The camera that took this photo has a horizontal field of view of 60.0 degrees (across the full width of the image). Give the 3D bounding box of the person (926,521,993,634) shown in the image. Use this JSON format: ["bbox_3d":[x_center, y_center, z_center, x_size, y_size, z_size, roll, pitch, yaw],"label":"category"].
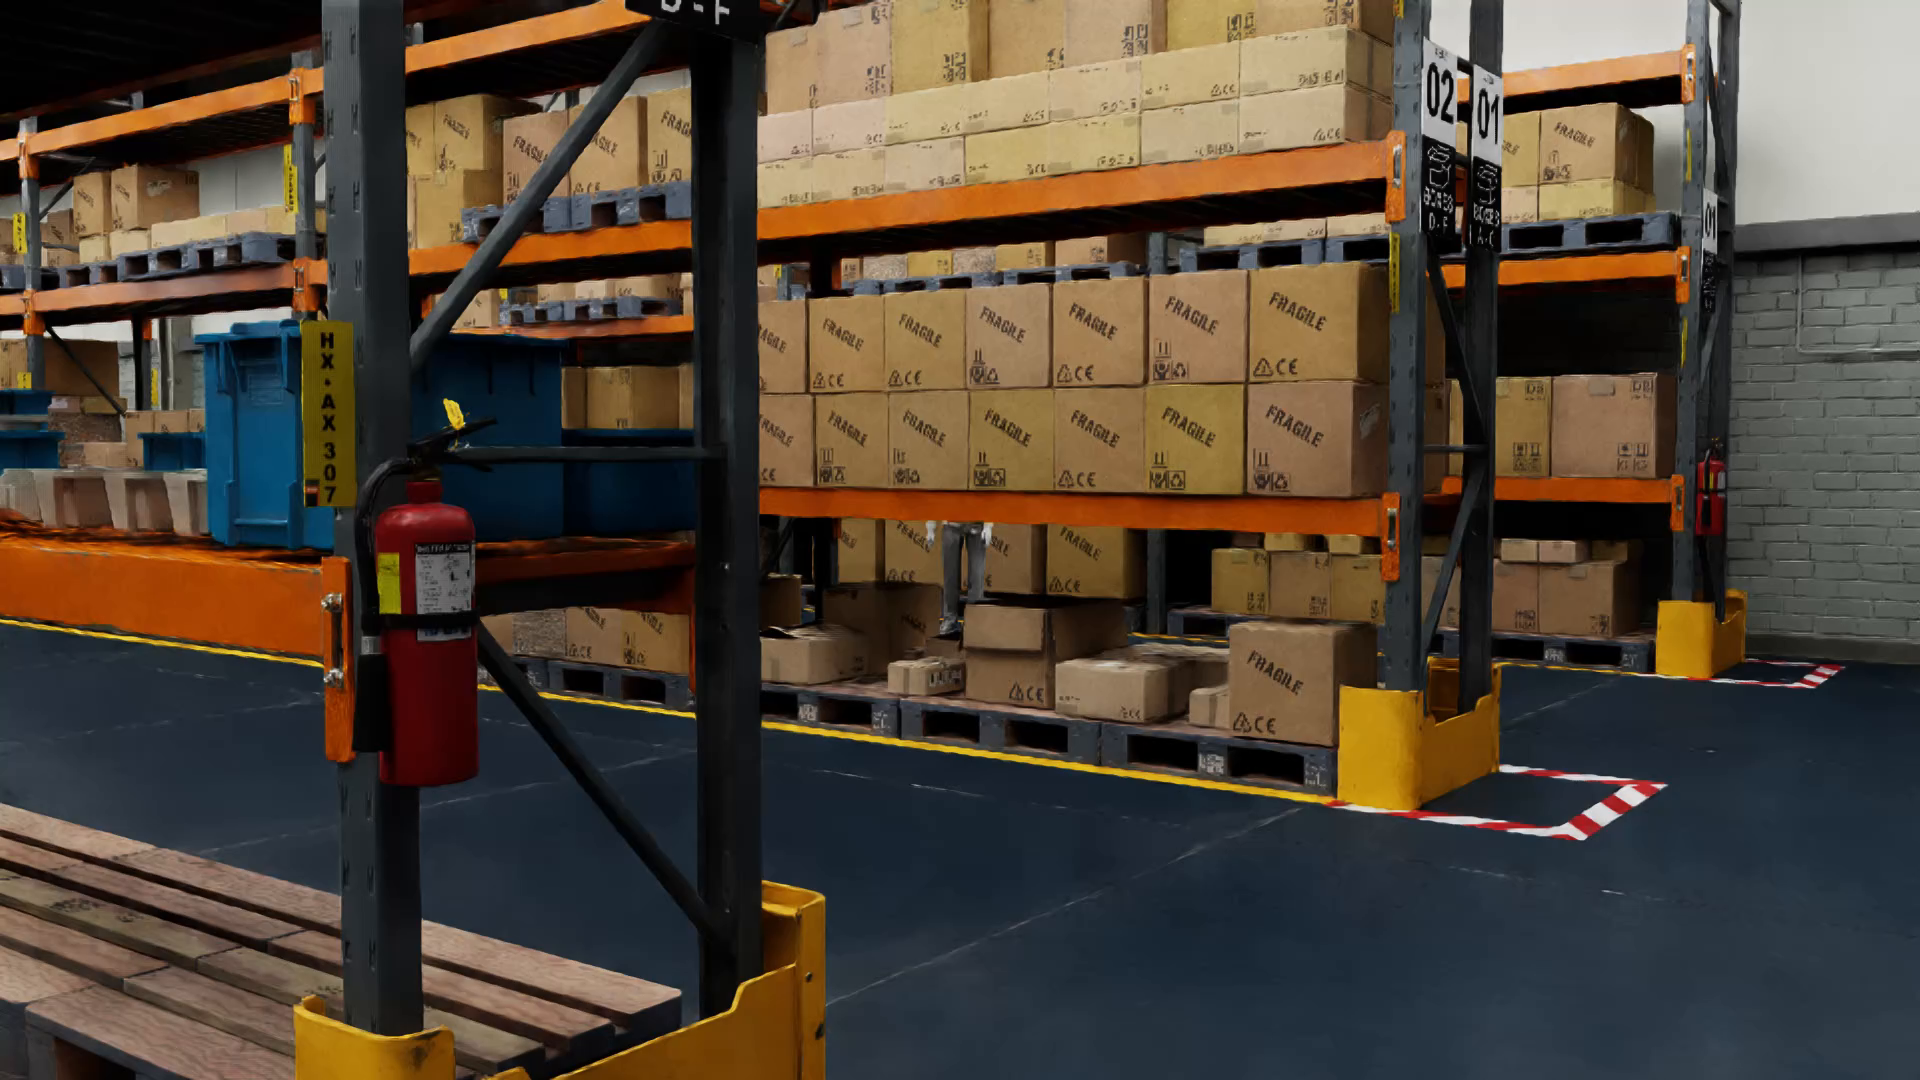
[{"bbox_3d":[-0.012,-0.082,13.085,0.545,1.687,0.480,0,3,9],"label":"person"}]
